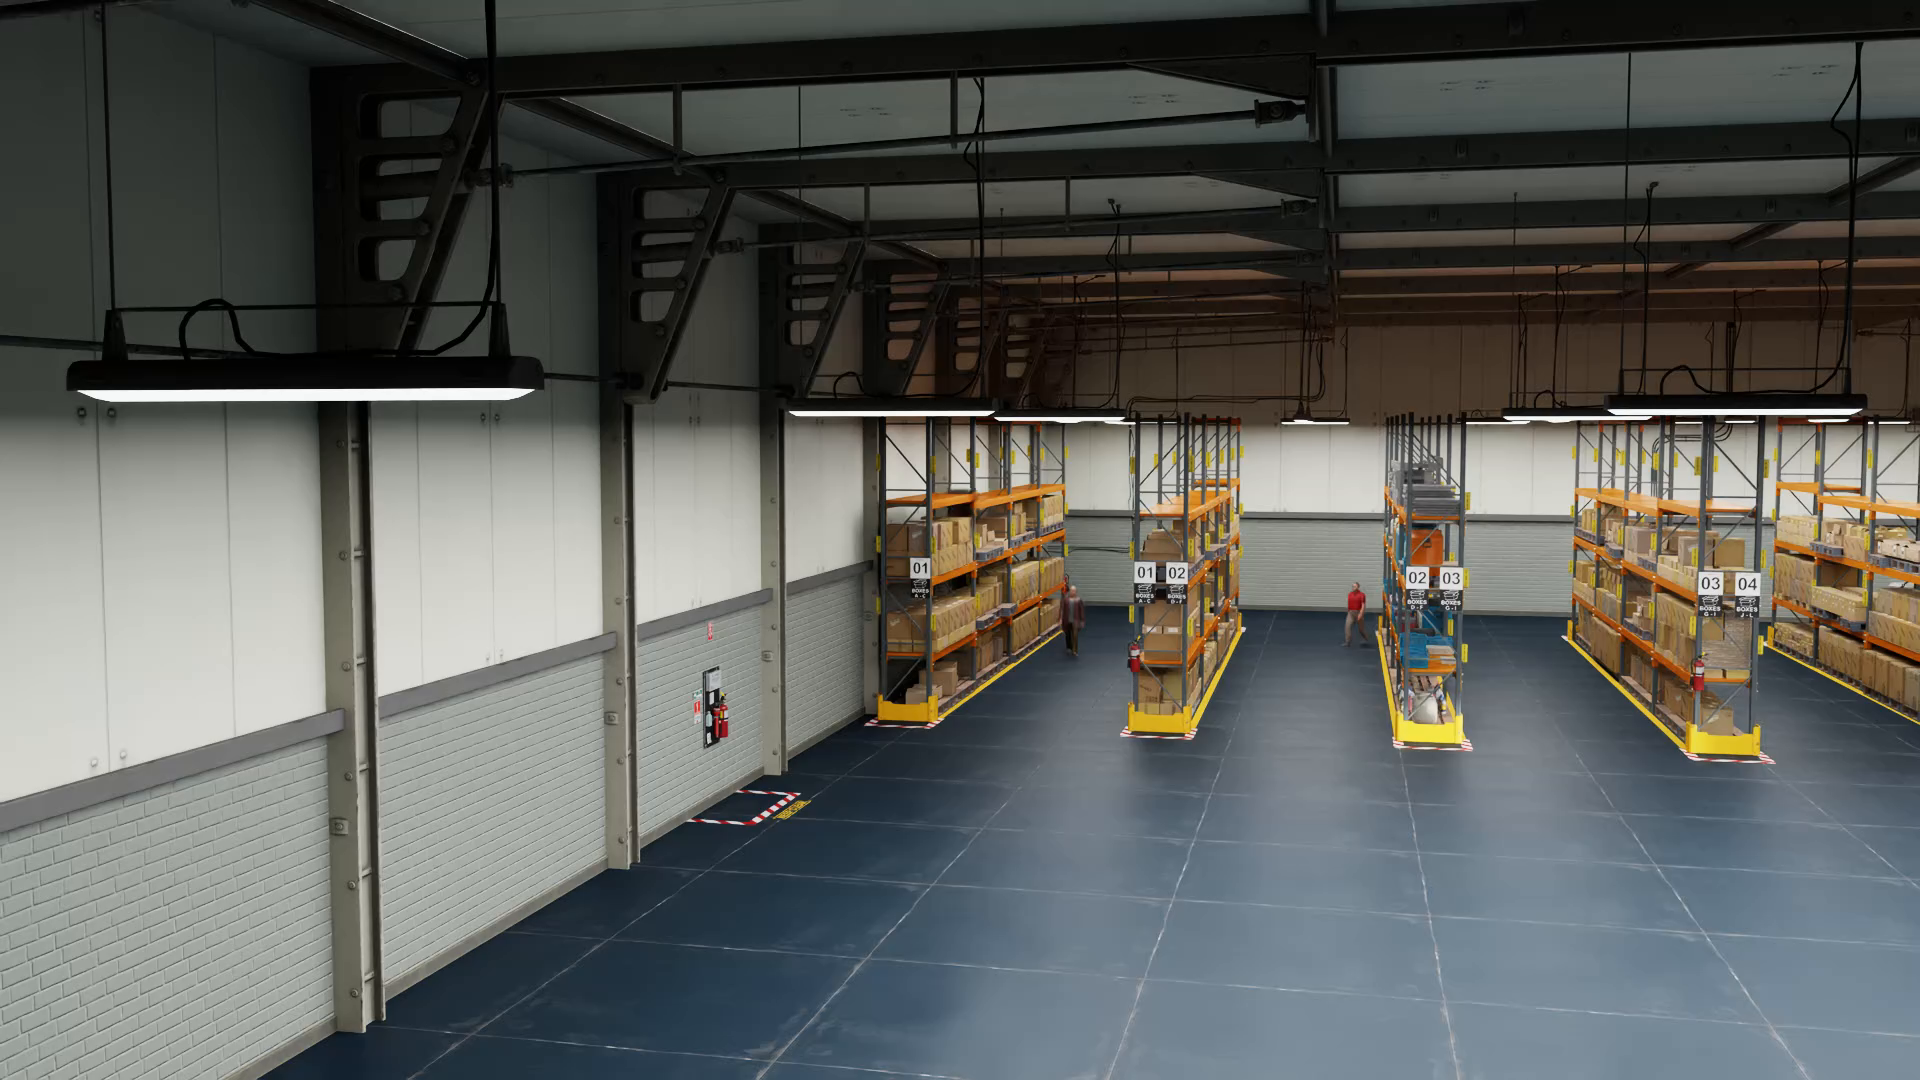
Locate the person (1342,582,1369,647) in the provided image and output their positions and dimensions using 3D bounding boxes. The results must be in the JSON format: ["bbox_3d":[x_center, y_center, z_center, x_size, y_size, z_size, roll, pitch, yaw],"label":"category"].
[{"bbox_3d":[10.331,1.944,43.435,0.560,1.676,0.998,3,5,37],"label":"person"}]

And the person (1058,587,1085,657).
[{"bbox_3d":[2.795,2.032,41.579,0.674,1.720,1.087,0,4,7],"label":"person"}]

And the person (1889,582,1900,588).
[{"bbox_3d":[24.013,1.931,42.877,0.663,1.721,0.997,-3,5,-40],"label":"person"}]
